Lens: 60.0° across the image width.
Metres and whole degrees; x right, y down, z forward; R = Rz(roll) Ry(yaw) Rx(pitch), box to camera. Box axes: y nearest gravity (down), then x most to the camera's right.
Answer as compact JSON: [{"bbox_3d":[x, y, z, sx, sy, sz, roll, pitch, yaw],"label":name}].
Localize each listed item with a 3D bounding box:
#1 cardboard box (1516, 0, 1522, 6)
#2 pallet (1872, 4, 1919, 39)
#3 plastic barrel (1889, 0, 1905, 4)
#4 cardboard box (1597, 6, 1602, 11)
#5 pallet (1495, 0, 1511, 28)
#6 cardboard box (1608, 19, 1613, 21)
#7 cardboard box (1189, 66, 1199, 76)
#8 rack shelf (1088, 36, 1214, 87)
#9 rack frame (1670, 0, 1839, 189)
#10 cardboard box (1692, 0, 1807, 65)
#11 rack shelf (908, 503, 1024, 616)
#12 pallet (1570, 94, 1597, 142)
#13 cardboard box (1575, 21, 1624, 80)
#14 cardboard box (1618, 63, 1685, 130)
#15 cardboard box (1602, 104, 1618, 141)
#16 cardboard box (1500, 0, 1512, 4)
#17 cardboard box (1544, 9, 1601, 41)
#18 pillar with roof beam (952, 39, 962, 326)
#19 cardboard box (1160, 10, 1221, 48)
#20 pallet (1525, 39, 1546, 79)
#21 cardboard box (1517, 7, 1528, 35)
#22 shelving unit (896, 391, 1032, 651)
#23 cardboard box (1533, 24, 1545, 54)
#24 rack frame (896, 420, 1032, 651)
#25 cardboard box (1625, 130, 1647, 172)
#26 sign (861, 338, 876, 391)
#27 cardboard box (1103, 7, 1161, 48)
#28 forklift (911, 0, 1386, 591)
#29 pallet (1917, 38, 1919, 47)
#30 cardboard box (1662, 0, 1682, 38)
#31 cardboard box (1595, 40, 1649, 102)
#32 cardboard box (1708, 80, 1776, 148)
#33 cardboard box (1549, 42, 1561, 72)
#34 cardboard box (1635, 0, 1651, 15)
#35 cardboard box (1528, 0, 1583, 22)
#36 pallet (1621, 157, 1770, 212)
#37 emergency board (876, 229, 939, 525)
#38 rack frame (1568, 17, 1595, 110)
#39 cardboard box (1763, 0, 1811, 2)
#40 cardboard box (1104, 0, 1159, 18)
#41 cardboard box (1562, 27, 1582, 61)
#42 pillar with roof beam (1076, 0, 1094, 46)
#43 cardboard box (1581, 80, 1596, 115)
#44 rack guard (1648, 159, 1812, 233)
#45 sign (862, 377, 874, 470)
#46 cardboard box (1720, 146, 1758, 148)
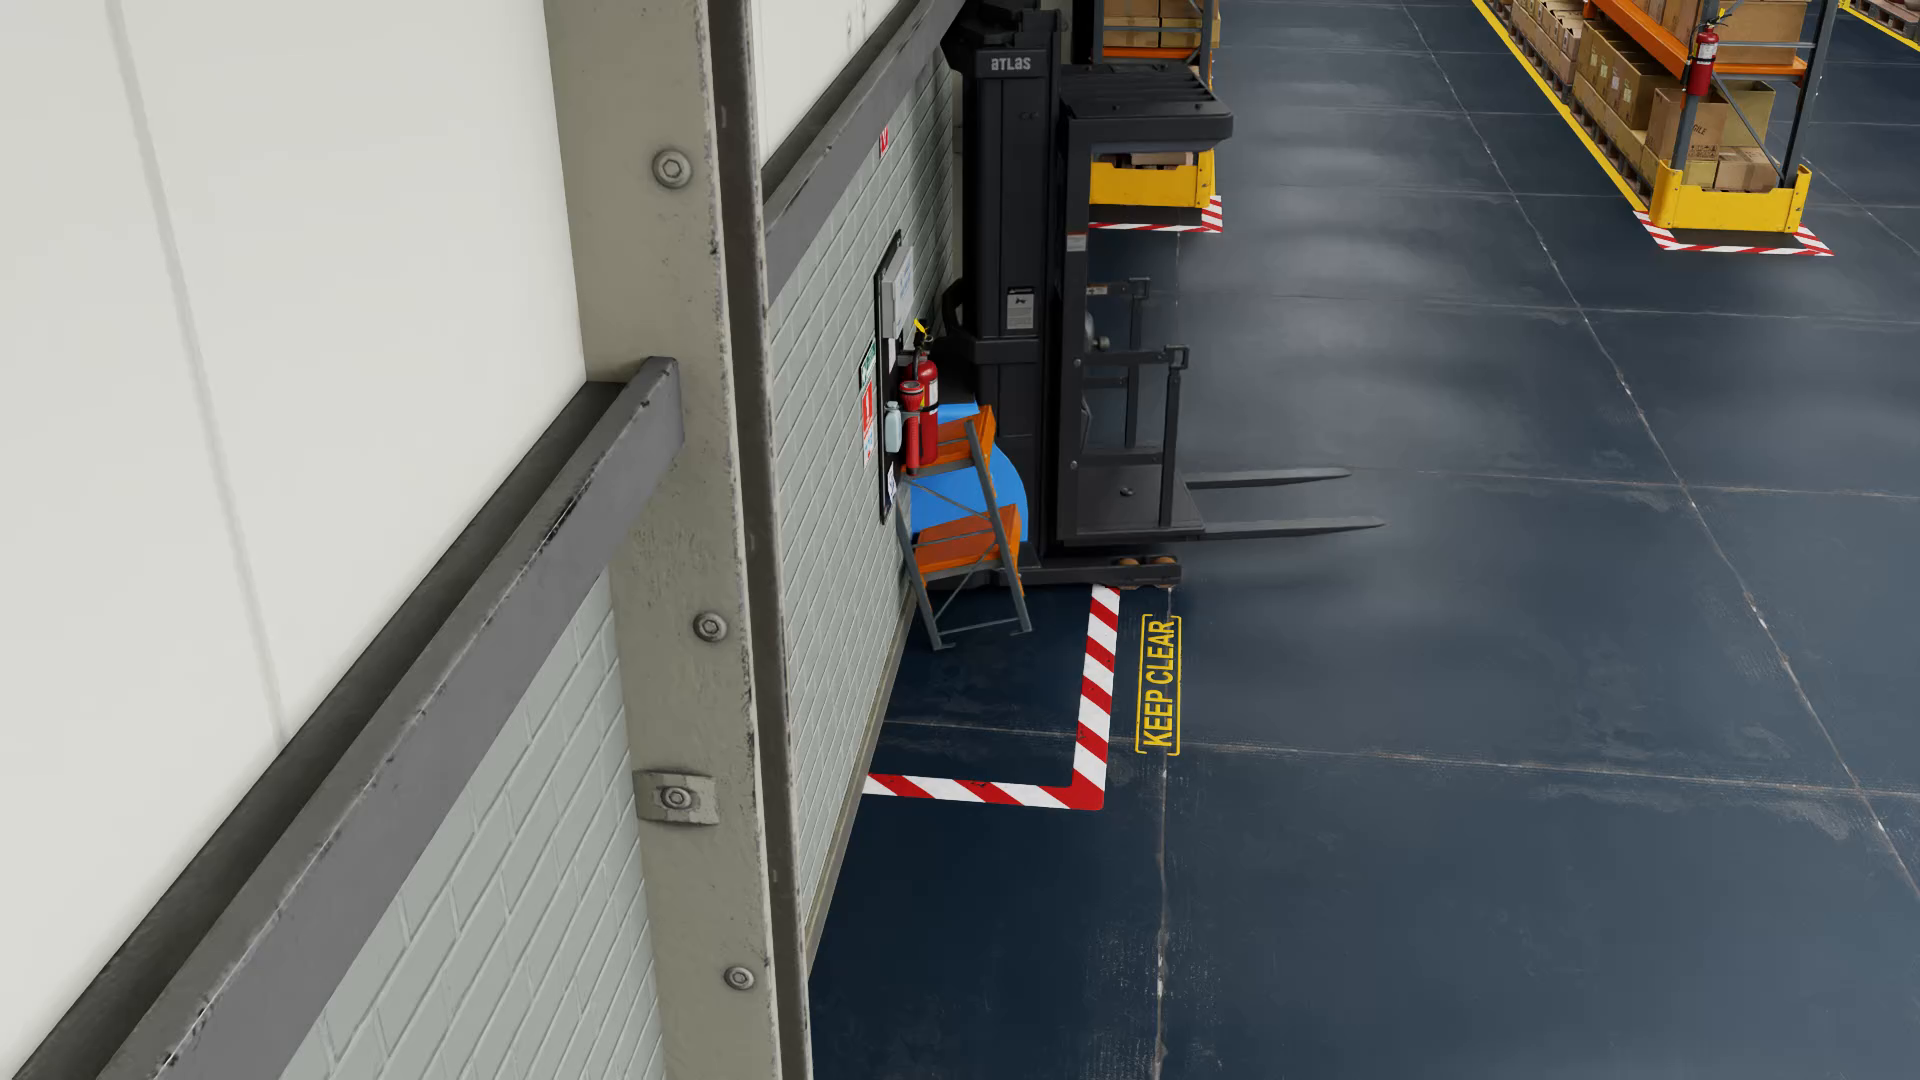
[{"bbox_3d":[7.176,-6.803,20.581,0.500,0.311,0.500,4,29,8],"label":"cardboard box"},{"bbox_3d":[12.502,-6.668,21.404,1.003,0.211,1.213,3,28,6],"label":"pallet"},{"bbox_3d":[12.628,-7.408,21.938,0.600,0.588,0.708,3,28,6],"label":"plastic barrel"},{"bbox_3d":[7.526,-6.054,19.189,0.500,0.311,0.500,4,29,8],"label":"cardboard box"},{"bbox_3d":[7.660,-6.933,21.897,1.003,0.211,1.213,3,28,6],"label":"pallet"},{"bbox_3d":[7.406,-5.565,18.283,0.500,0.311,0.500,3,28,6],"label":"cardboard box"},{"bbox_3d":[2.018,-4.356,16.346,0.700,0.500,0.500,2,28,3],"label":"cardboard box"},{"bbox_3d":[1.879,-4.957,16.047,1.077,0.370,4.000,3,28,6],"label":"rack shelf"},{"bbox_3d":[6.551,-4.046,13.597,1.000,3.000,0.127,3,28,6],"label":"rack frame"},{"bbox_3d":[6.621,-4.309,13.980,0.700,0.500,0.500,3,28,6],"label":"cardboard box"},{"bbox_3d":[0.072,-0.008,8.512,0.538,0.278,1.000,-12,24,11],"label":"rack shelf"},{"bbox_3d":[6.902,-4.329,17.063,1.003,0.211,1.213,3,28,6],"label":"pallet"},{"bbox_3d":[6.674,-5.033,17.096,0.500,0.500,0.500,3,28,6],"label":"cardboard box"},{"bbox_3d":[6.429,-4.092,15.348,0.500,0.500,0.500,3,28,6],"label":"cardboard box"},{"bbox_3d":[6.495,-3.997,15.962,0.500,0.250,0.500,3,28,6],"label":"cardboard box"},{"bbox_3d":[7.413,-7.359,21.918,0.500,0.500,0.500,4,29,8],"label":"cardboard box"},{"bbox_3d":[6.927,-5.837,18.788,0.500,0.311,0.500,3,28,6],"label":"cardboard box"},{"bbox_3d":[4.399,-4.278,7.704,9.100,9.000,0.400,3,28,6],"label":"pillar with roof beam"},{"bbox_3d":[2.009,-4.486,14.551,0.500,0.250,0.500,3,28,5],"label":"cardboard box"},{"bbox_3d":[7.240,-5.626,19.471,1.003,0.211,1.213,3,28,6],"label":"pallet"},{"bbox_3d":[7.115,-6.320,20.275,0.500,0.250,0.500,3,28,5],"label":"cardboard box"},{"bbox_3d":[0.009,-0.223,8.416,0.538,1.125,1.048,-12,24,11],"label":"shelving unit"},{"bbox_3d":[6.994,-5.833,19.372,0.500,0.250,0.500,4,29,7],"label":"cardboard box"},{"bbox_3d":[-0.036,-0.006,7.958,0.500,1.125,0.032,-12,24,11],"label":"rack frame"},{"bbox_3d":[6.373,-3.526,15.089,0.500,0.250,0.500,3,28,6],"label":"cardboard box"},{"bbox_3d":[-0.375,-0.723,6.833,0.001,0.109,0.331,3,28,6],"label":"sign"},{"bbox_3d":[1.499,-4.506,14.589,0.500,0.250,0.500,4,29,7],"label":"cardboard box"},{"bbox_3d":[0.753,-1.272,8.520,3.031,2.935,1.130,-3,28,-5],"label":"forklift"},{"bbox_3d":[12.313,-5.932,20.038,1.003,0.211,1.213,3,28,6],"label":"pallet"},{"bbox_3d":[6.747,-4.790,14.873,0.700,0.500,0.500,4,29,7],"label":"cardboard box"},{"bbox_3d":[6.551,-4.562,16.222,0.500,0.500,0.500,3,28,6],"label":"cardboard box"},{"bbox_3d":[6.897,-3.825,14.854,0.500,0.500,0.500,3,28,6],"label":"cardboard box"},{"bbox_3d":[6.868,-5.353,18.480,0.500,0.250,0.500,3,28,5],"label":"cardboard box"},{"bbox_3d":[6.870,-5.279,15.781,0.700,0.500,0.500,4,29,7],"label":"cardboard box"},{"bbox_3d":[7.055,-6.316,19.676,0.500,0.311,0.500,3,28,5],"label":"cardboard box"},{"bbox_3d":[6.603,-3.181,14.931,1.003,0.211,1.213,3,28,6],"label":"pallet"},{"bbox_3d":[-0.214,-0.727,7.436,0.194,1.169,0.643,3,28,6],"label":"emergency board"},{"bbox_3d":[7.041,-5.929,17.092,1.000,3.000,0.127,3,28,6],"label":"rack frame"},{"bbox_3d":[6.813,-4.548,13.739,0.380,0.149,0.250,3,28,6],"label":"cardboard box"},{"bbox_3d":[1.481,-4.839,14.416,0.500,0.500,0.500,3,28,6],"label":"cardboard box"},{"bbox_3d":[6.806,-5.357,17.897,0.500,0.311,0.500,3,28,6],"label":"cardboard box"},{"bbox_3d":[5.869,-9.927,18.189,9.100,9.000,0.400,3,28,6],"label":"pillar with roof beam"},{"bbox_3d":[6.617,-4.467,16.836,0.500,0.250,0.500,3,28,6],"label":"cardboard box"},{"bbox_3d":[6.548,-2.934,14.169,1.175,0.500,0.348,3,28,6],"label":"rack guard"},{"bbox_3d":[-0.384,-0.488,6.955,0.001,0.329,0.234,3,28,6],"label":"sign"},{"bbox_3d":[6.895,-3.495,15.032,0.500,0.250,0.500,3,28,6],"label":"cardboard box"}]
